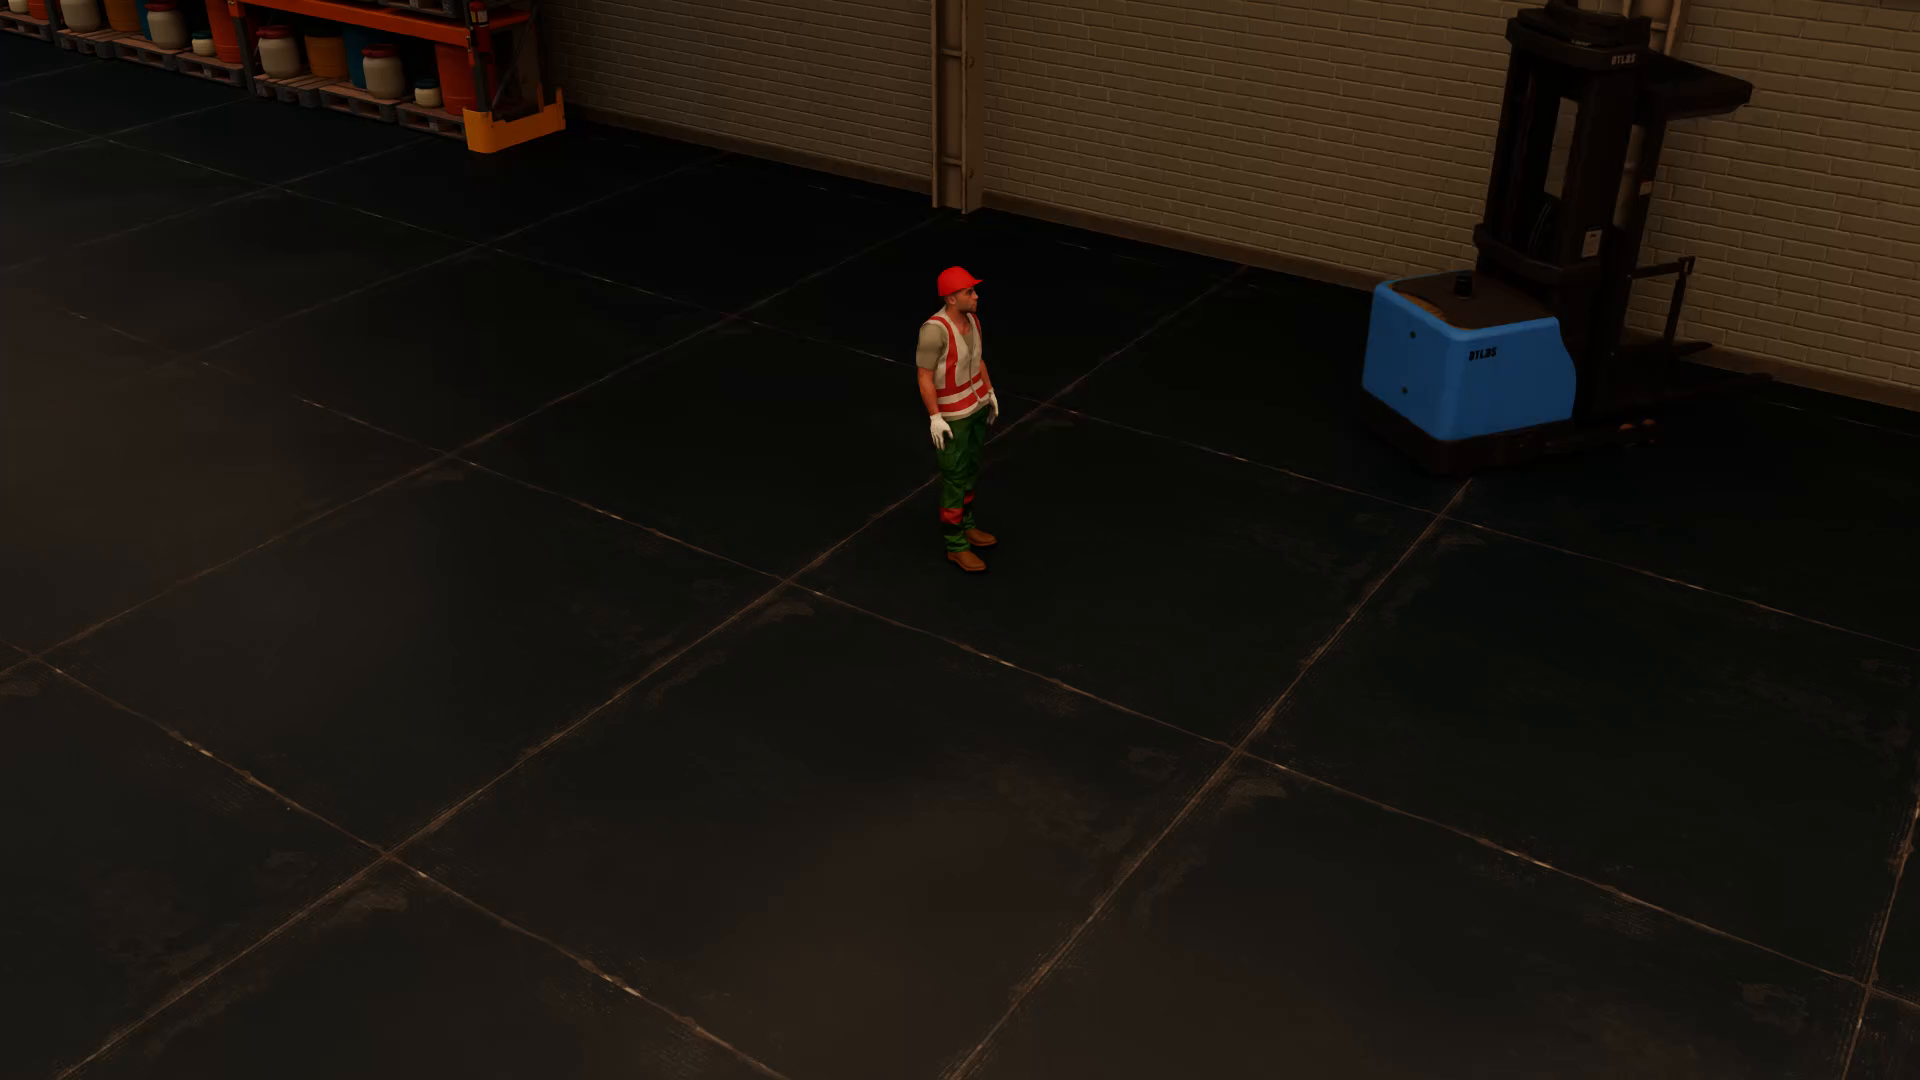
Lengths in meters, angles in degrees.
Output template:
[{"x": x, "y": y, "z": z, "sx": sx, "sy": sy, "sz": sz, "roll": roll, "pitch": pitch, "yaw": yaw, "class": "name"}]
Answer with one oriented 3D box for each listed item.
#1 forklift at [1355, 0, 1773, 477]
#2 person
[{"x": 4.393, "y": -2.148, "z": 11.280, "sx": 3.031, "sy": 2.935, "sz": 1.130, "roll": -11, "pitch": 32, "yaw": -18, "class": "forklift"}, {"x": 0.059, "y": -0.752, "z": 9.999, "sx": 0.564, "sy": 1.787, "sz": 0.637, "roll": 19, "pitch": 35, "yaw": 29, "class": "person"}]
